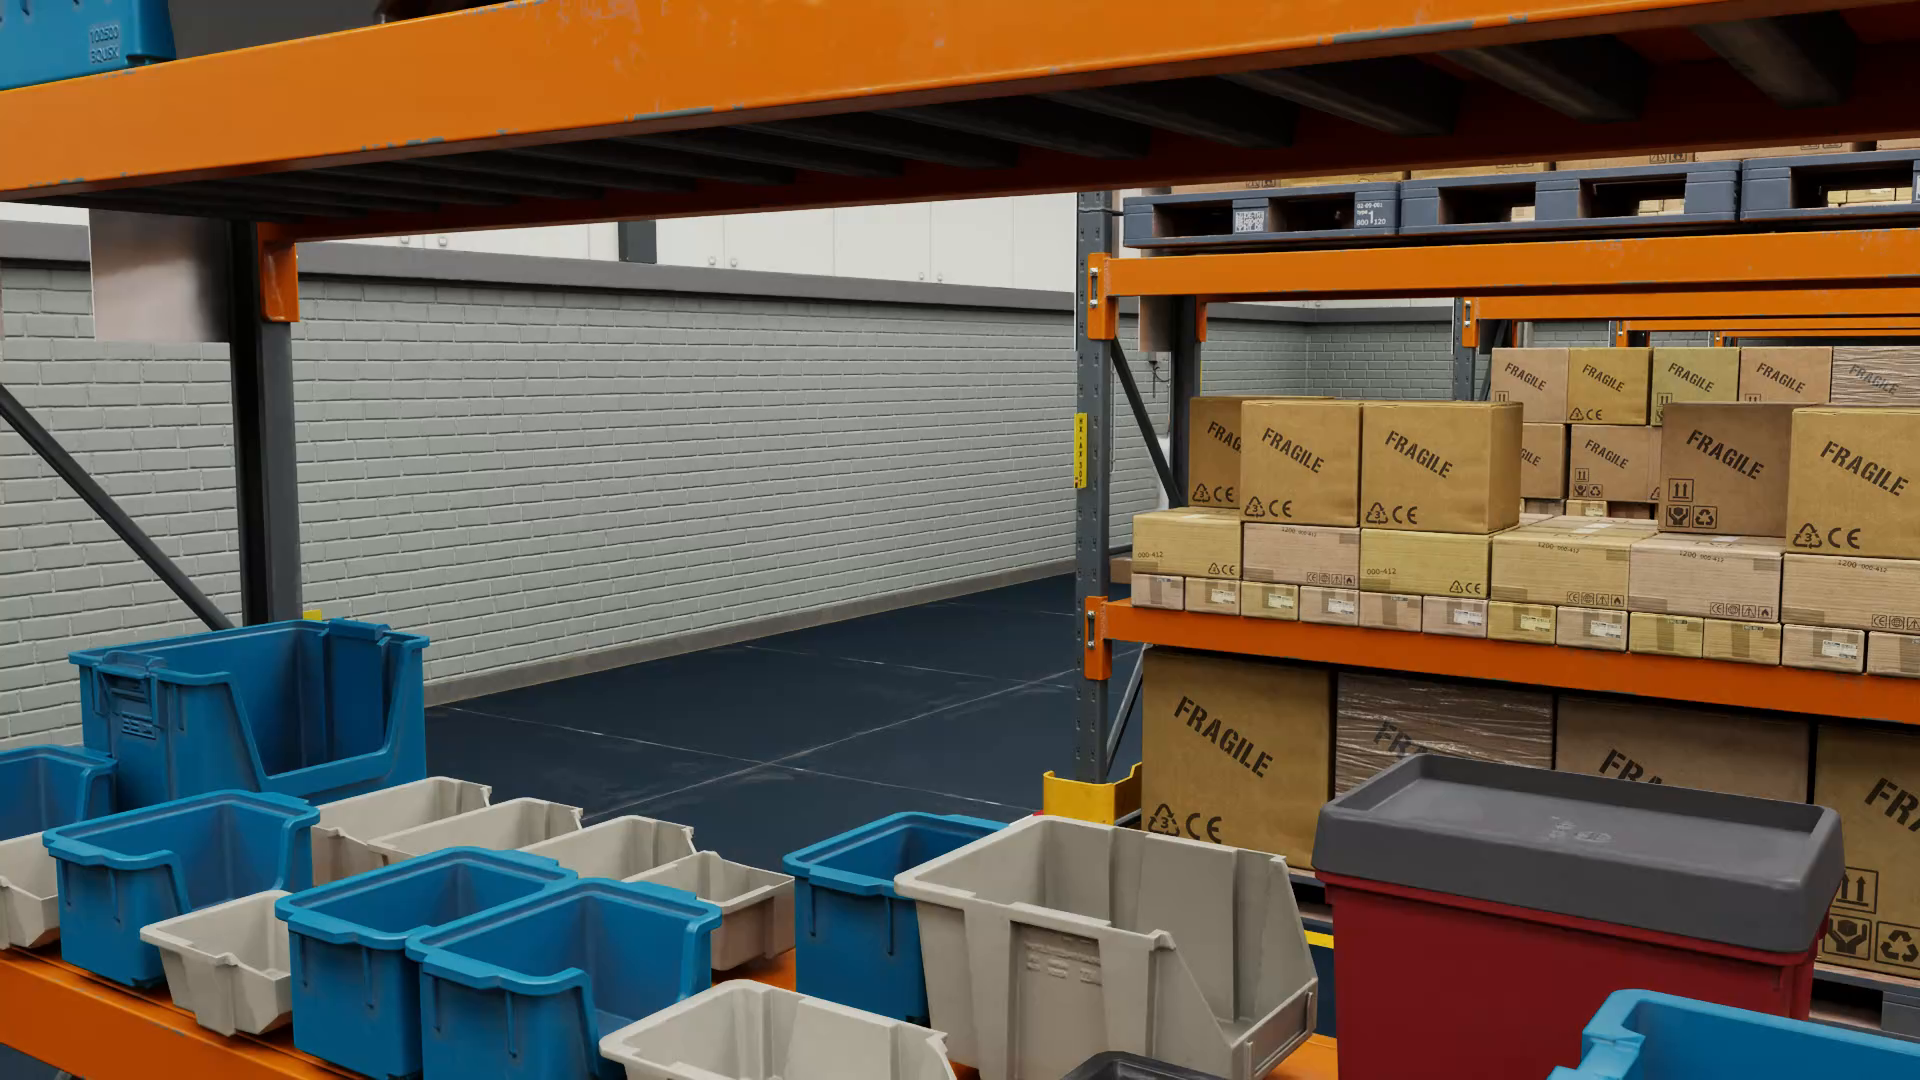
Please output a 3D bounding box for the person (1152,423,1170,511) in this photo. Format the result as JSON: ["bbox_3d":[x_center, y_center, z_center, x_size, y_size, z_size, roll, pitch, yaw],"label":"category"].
[{"bbox_3d":[2.450,-0.518,18.513,0.585,1.740,0.997,3,7,22],"label":"person"}]
